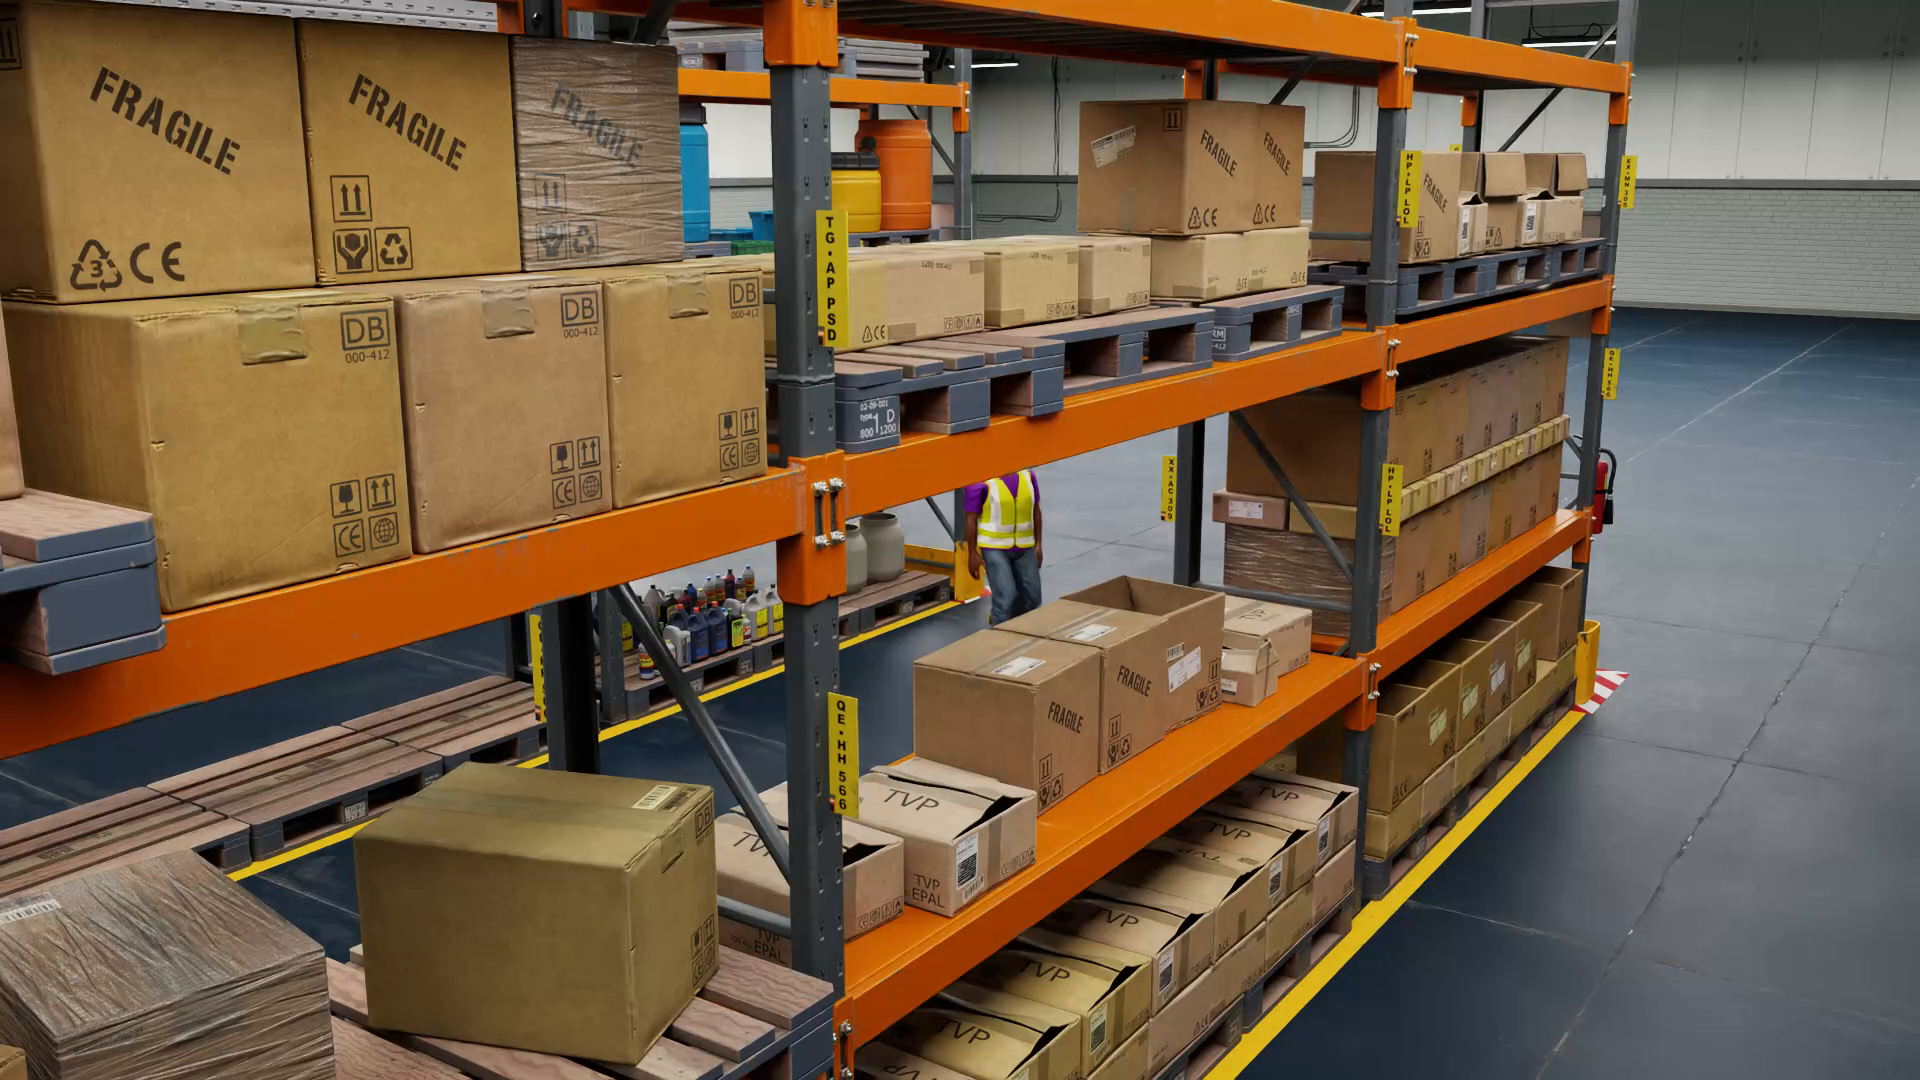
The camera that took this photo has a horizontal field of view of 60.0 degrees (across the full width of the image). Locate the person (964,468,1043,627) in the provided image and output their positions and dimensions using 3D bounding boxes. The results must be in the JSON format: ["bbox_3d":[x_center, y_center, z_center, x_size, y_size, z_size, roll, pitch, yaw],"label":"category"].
[{"bbox_3d":[0.306,0.050,11.659,0.583,1.754,0.689,-6,14,-26],"label":"person"}]
